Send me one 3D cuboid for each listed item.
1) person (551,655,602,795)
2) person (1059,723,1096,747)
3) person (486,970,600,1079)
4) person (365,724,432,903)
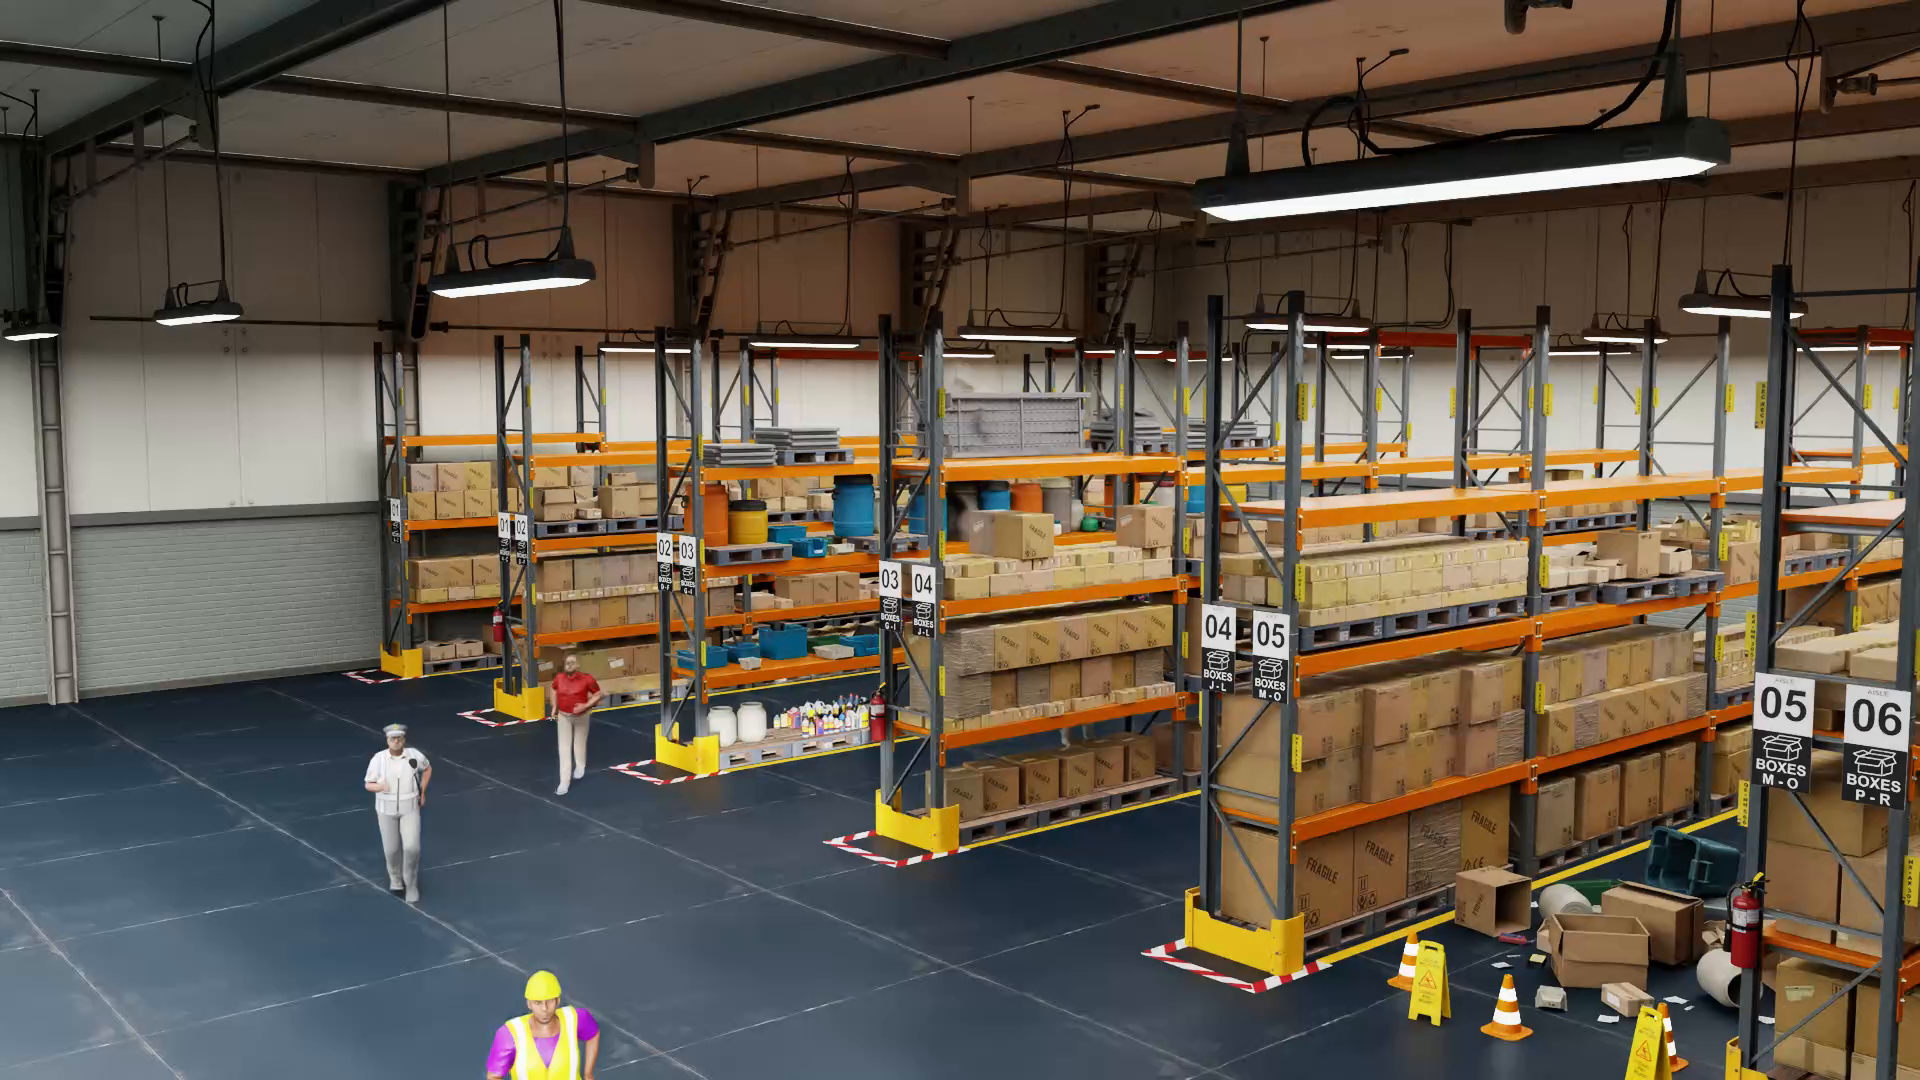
[{"bbox_3d":[-4.970,2.341,21.541,0.672,1.742,0.909,0,5,-4],"label":"person"},{"bbox_3d":[1.642,2.155,23.430,0.670,1.834,0.809,3,6,34],"label":"person"},{"bbox_3d":[-2.436,3.383,9.765,0.654,1.781,0.935,-1,5,-14],"label":"person"},{"bbox_3d":[-5.673,2.764,16.821,0.640,1.831,0.727,-2,5,-17],"label":"person"}]
